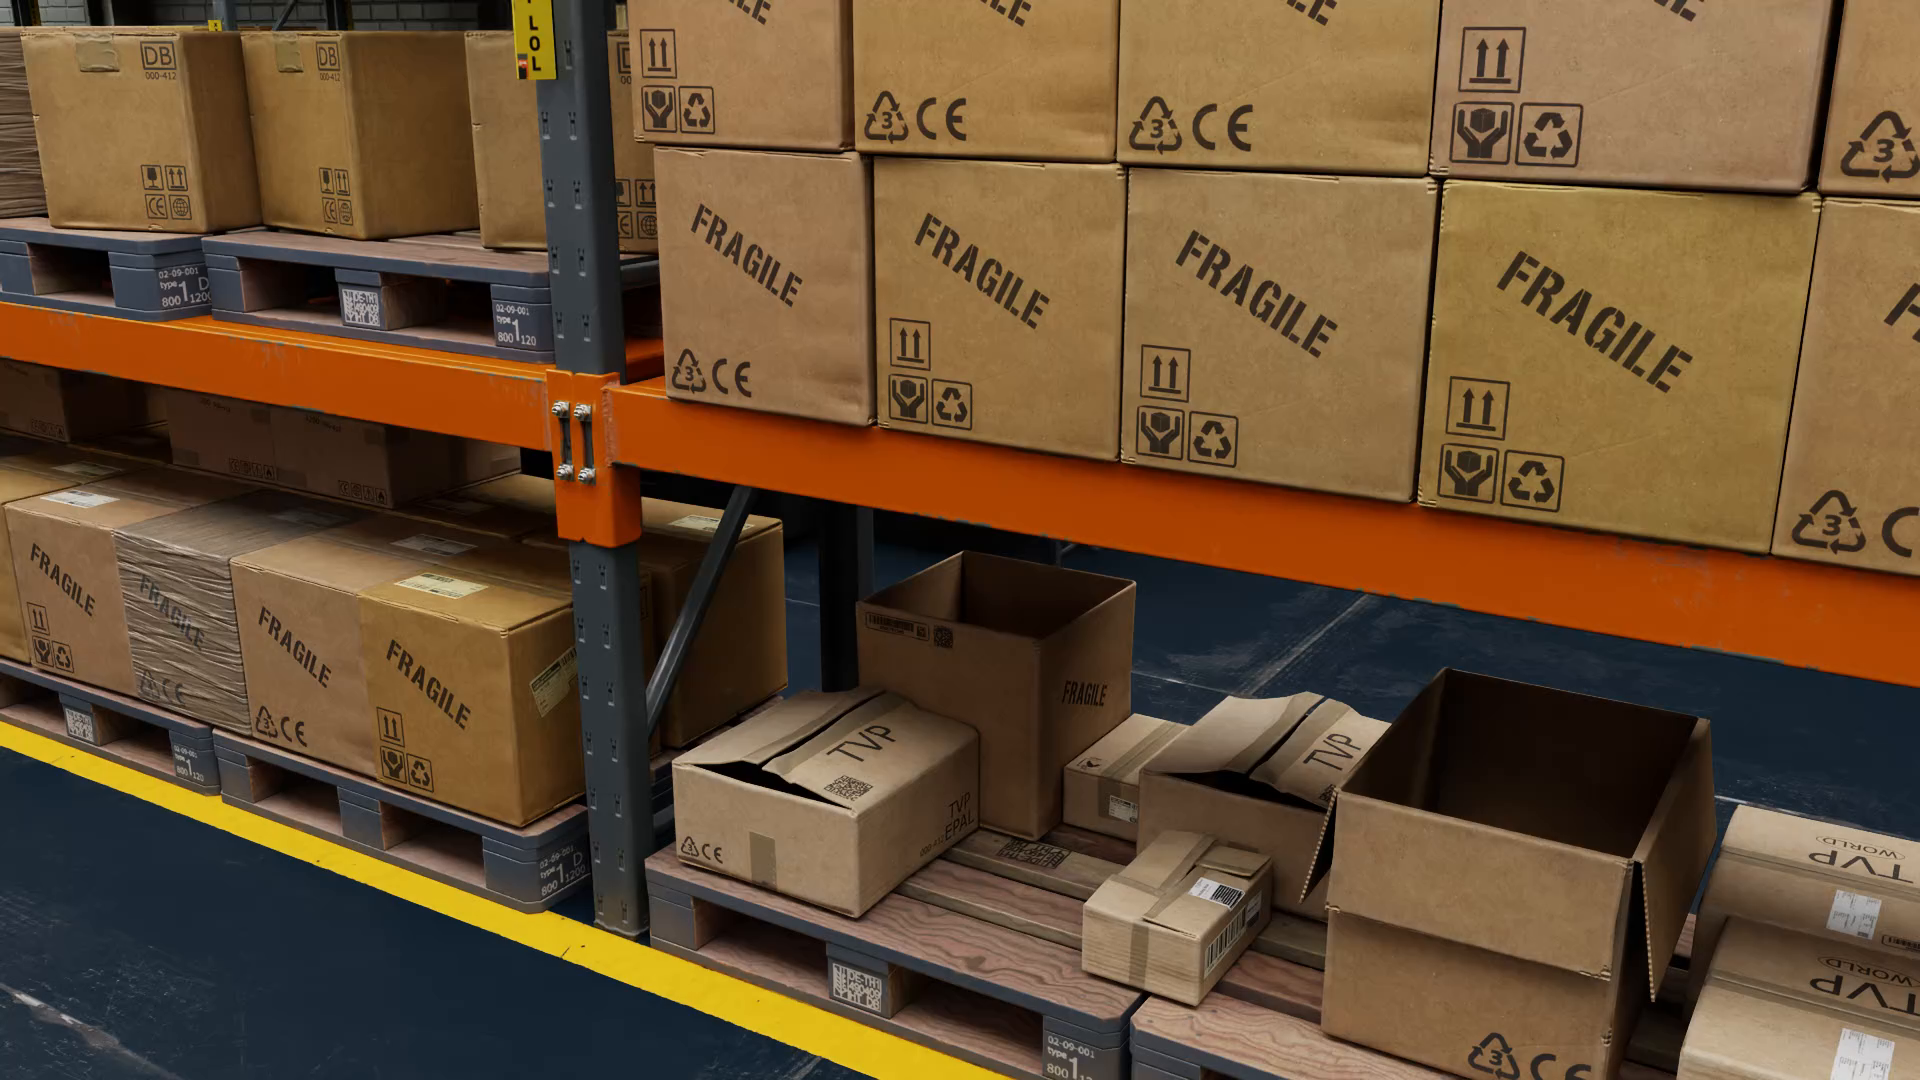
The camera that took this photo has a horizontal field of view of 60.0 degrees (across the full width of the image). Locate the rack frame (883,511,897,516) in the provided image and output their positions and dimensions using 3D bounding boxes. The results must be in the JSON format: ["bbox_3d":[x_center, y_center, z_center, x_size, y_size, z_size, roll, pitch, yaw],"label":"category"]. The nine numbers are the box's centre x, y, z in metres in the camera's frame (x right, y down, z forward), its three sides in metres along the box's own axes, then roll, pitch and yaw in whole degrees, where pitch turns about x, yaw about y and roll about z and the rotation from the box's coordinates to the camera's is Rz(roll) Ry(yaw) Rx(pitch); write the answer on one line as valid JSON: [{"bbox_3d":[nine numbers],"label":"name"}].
[{"bbox_3d":[-0.394,-0.609,6.951,0.032,1.125,0.500,10,19,29],"label":"rack frame"}]

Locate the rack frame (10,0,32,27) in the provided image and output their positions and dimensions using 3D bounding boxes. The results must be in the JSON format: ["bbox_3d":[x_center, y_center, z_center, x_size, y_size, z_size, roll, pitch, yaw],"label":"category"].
[{"bbox_3d":[-8.178,-3.695,13.884,0.127,3.000,1.000,10,20,30],"label":"rack frame"}]

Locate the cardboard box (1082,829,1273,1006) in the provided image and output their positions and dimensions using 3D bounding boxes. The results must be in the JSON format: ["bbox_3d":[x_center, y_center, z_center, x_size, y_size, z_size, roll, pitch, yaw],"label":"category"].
[{"bbox_3d":[0.445,0.749,3.371,0.250,0.166,0.380,10,20,30],"label":"cardboard box"}]

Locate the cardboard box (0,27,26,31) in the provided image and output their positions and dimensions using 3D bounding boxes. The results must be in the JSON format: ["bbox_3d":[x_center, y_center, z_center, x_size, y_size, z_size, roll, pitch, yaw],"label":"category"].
[{"bbox_3d":[-7.075,-3.687,12.791,0.500,0.500,0.500,9,19,28],"label":"cardboard box"}]

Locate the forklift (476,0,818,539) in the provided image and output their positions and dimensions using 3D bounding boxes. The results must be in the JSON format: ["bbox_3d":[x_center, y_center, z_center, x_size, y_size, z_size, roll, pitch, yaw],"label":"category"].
[{"bbox_3d":[-1.858,-1.644,7.249,3.031,2.935,1.130,7,18,23],"label":"forklift"}]

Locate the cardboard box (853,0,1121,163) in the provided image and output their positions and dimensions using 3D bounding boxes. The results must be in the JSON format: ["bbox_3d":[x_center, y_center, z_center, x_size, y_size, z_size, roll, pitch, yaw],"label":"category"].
[{"bbox_3d":[0.153,-0.949,2.951,0.500,0.500,0.500,9,19,28],"label":"cardboard box"}]

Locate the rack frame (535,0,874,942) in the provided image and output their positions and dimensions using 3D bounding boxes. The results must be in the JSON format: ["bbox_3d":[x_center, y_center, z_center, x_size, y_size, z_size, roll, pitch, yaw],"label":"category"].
[{"bbox_3d":[-0.542,-0.642,3.835,0.127,3.000,1.000,10,20,30],"label":"rack frame"}]

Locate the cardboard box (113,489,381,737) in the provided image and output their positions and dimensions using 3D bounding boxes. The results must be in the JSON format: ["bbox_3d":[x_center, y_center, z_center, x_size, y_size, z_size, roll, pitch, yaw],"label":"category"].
[{"bbox_3d":[-1.956,0.186,4.653,0.500,0.500,0.500,10,20,31],"label":"cardboard box"}]

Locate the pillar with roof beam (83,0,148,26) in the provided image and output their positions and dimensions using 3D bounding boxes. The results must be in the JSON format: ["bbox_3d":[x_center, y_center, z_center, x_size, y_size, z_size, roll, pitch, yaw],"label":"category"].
[{"bbox_3d":[-9.382,-5.607,9.857,0.400,9.000,9.100,10,20,30],"label":"pillar with roof beam"}]

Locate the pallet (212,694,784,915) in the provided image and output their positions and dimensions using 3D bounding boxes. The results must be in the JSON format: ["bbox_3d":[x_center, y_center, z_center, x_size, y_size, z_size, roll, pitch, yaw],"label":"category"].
[{"bbox_3d":[-1.254,0.578,4.616,1.213,0.211,1.003,10,20,30],"label":"pallet"}]

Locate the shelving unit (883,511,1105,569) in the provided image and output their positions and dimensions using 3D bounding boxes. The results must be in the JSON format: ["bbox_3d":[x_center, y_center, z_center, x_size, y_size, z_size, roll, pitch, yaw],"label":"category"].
[{"bbox_3d":[0.044,-0.534,6.704,1.048,1.125,0.538,10,19,29],"label":"shelving unit"}]

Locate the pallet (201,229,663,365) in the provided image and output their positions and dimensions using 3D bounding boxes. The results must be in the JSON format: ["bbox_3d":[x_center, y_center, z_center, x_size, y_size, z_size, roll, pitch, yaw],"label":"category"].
[{"bbox_3d":[-1.165,-0.699,4.352,1.213,0.211,1.003,10,20,30],"label":"pallet"}]

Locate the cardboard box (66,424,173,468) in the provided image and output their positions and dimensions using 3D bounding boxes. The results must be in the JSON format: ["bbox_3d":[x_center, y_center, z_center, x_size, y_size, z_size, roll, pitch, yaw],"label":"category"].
[{"bbox_3d":[-2.589,-0.102,5.601,0.500,0.500,0.500,9,19,28],"label":"cardboard box"}]

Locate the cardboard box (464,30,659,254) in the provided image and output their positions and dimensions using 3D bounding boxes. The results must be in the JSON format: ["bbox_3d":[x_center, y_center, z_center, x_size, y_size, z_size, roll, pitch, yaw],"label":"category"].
[{"bbox_3d":[-0.828,-1.018,4.179,0.500,0.500,0.700,4,17,12],"label":"cardboard box"}]

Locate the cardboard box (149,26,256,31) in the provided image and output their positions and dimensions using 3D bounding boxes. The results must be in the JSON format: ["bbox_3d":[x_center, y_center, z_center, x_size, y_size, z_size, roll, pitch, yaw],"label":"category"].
[{"bbox_3d":[-5.334,-3.378,11.776,0.500,0.500,0.500,10,20,30],"label":"cardboard box"}]

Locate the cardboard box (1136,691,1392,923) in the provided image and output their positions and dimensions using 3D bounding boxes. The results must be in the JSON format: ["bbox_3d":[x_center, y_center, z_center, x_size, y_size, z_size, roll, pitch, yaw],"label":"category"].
[{"bbox_3d":[0.732,0.564,3.732,0.500,0.311,0.500,10,20,30],"label":"cardboard box"}]

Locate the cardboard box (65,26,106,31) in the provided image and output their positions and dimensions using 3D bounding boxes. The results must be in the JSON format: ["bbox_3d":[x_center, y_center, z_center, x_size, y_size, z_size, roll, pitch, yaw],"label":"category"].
[{"bbox_3d":[-6.186,-3.532,12.282,0.500,0.500,0.500,9,19,28],"label":"cardboard box"}]

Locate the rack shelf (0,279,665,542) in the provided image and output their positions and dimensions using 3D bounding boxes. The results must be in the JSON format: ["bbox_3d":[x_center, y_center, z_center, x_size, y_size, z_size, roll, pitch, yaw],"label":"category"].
[{"bbox_3d":[-2.246,-0.602,4.941,4.000,0.370,1.077,10,20,30],"label":"rack shelf"}]

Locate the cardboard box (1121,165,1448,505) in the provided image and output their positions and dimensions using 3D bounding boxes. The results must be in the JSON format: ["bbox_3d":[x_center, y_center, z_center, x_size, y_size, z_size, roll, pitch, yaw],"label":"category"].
[{"bbox_3d":[0.613,-0.391,2.836,0.500,0.500,0.500,10,20,30],"label":"cardboard box"}]

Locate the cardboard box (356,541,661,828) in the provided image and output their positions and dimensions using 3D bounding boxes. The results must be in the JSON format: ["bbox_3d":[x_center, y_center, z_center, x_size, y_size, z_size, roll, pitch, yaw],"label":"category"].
[{"bbox_3d":[-1.112,0.339,4.147,0.500,0.500,0.500,10,20,30],"label":"cardboard box"}]

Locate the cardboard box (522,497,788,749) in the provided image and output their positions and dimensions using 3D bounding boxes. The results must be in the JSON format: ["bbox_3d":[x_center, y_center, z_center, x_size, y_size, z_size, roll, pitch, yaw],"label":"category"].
[{"bbox_3d":[-0.826,0.209,4.575,0.500,0.500,0.500,9,19,28],"label":"cardboard box"}]

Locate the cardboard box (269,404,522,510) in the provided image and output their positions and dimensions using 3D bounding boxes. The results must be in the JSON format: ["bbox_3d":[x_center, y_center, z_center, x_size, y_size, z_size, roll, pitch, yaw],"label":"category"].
[{"bbox_3d":[-1.678,-0.302,4.967,0.500,0.250,0.500,10,20,30],"label":"cardboard box"}]

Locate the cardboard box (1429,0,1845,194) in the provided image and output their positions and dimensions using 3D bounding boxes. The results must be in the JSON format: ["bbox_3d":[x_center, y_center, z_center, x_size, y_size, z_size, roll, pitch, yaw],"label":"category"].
[{"bbox_3d":[1.031,-0.792,2.436,0.500,0.500,0.500,11,20,32],"label":"cardboard box"}]

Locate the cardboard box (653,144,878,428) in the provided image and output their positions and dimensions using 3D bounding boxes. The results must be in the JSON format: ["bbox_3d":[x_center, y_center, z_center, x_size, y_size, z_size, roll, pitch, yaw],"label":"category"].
[{"bbox_3d":[-0.250,-0.545,3.343,0.500,0.500,0.500,11,20,31],"label":"cardboard box"}]

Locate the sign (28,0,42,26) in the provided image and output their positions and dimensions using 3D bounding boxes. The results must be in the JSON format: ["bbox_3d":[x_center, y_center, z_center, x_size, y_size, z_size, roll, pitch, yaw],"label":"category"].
[{"bbox_3d":[-7.870,-4.535,14.113,0.005,0.325,0.100,10,20,30],"label":"sign"}]

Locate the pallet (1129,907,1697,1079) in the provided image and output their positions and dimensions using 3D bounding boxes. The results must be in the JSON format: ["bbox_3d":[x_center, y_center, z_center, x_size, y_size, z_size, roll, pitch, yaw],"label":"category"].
[{"bbox_3d":[1.087,0.982,3.285,1.213,0.211,1.003,10,20,30],"label":"pallet"}]

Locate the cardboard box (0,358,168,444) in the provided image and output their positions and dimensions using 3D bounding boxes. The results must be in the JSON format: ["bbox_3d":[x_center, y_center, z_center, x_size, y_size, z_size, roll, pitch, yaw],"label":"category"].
[{"bbox_3d":[-2.980,-0.532,5.726,0.500,0.250,0.500,11,20,32],"label":"cardboard box"}]

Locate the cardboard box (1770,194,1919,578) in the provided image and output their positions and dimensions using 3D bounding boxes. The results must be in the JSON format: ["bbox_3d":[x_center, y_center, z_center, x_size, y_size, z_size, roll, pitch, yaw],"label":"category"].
[{"bbox_3d":[1.477,-0.238,2.331,0.500,0.500,0.500,10,20,30],"label":"cardboard box"}]

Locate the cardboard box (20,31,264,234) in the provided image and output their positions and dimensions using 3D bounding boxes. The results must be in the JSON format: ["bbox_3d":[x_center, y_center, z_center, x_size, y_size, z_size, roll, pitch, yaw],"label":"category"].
[{"bbox_3d":[-2.079,-1.144,4.593,0.500,0.500,0.700,5,18,16],"label":"cardboard box"}]

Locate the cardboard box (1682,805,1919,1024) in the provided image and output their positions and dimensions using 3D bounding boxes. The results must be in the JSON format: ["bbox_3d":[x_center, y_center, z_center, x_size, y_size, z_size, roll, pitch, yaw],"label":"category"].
[{"bbox_3d":[1.700,0.766,3.172,0.500,0.250,0.500,10,20,30],"label":"cardboard box"}]

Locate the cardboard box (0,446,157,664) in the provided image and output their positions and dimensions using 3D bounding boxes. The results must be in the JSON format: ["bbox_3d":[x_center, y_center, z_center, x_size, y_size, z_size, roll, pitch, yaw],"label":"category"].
[{"bbox_3d":[-2.838,0.031,5.163,0.500,0.500,0.500,10,19,29],"label":"cardboard box"}]

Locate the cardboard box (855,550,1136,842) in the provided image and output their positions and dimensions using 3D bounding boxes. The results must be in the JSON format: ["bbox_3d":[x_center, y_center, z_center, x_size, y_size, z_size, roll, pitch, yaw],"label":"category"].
[{"bbox_3d":[0.092,0.360,4.080,0.500,0.500,0.500,10,20,30],"label":"cardboard box"}]

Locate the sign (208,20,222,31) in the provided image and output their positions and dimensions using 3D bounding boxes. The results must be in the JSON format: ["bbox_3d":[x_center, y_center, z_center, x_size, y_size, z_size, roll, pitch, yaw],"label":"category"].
[{"bbox_3d":[-5.047,-3.365,11.309,0.005,0.325,0.100,10,20,30],"label":"sign"}]

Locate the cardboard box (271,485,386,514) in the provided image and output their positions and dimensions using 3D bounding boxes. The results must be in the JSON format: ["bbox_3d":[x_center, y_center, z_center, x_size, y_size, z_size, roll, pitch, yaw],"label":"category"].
[{"bbox_3d":[-1.708,0.053,5.089,0.500,0.500,0.500,10,20,31],"label":"cardboard box"}]
